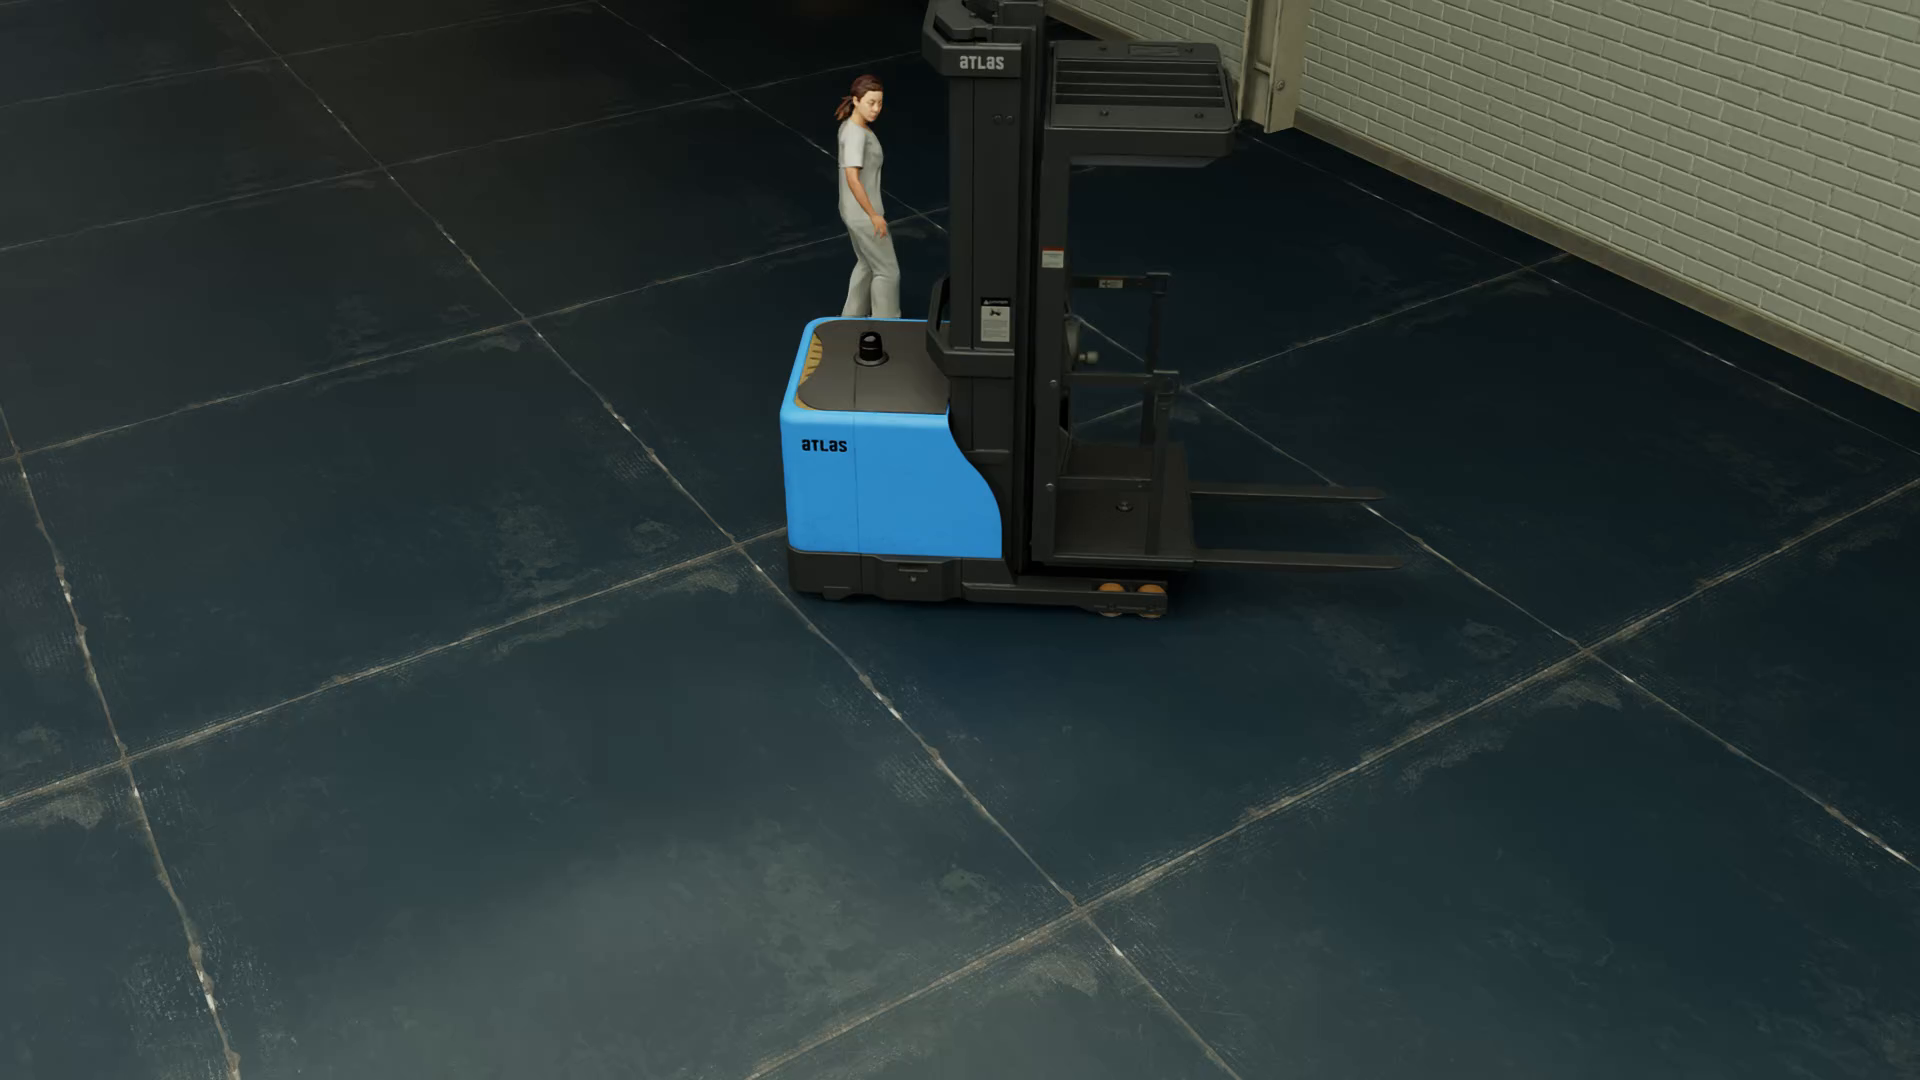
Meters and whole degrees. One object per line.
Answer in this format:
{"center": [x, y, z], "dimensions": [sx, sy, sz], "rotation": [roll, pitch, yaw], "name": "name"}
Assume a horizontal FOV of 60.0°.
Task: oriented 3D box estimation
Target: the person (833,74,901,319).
{"center": [-0.517, -1.992, 10.096], "dimensions": [0.482, 1.653, 0.646], "rotation": [-9, 36, -12], "name": "person"}

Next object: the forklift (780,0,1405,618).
{"center": [0.685, -1.133, 7.760], "dimensions": [3.031, 2.935, 1.130], "rotation": [2, 35, 3], "name": "forklift"}
